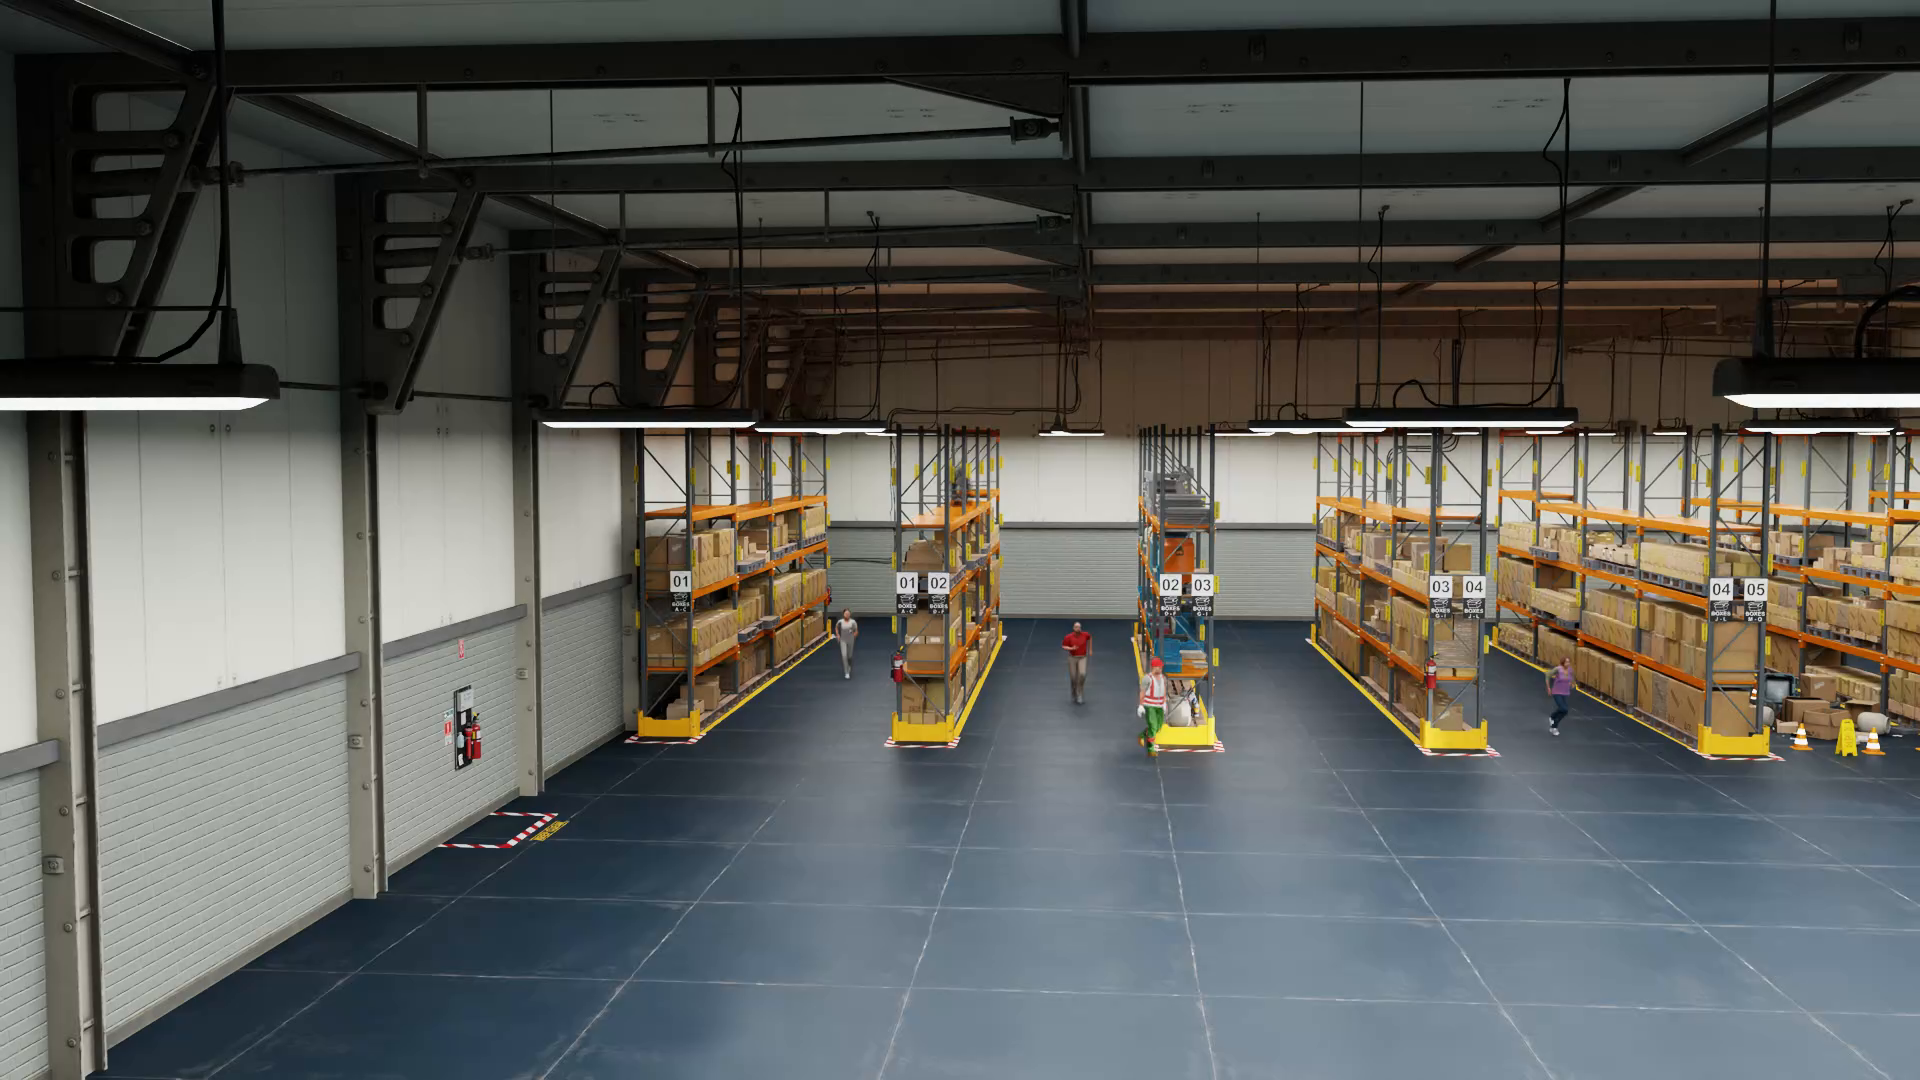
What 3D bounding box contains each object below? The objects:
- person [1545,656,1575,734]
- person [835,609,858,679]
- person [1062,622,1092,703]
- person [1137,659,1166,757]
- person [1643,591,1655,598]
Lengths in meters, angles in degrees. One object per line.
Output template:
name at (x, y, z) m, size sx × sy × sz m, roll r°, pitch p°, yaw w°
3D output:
person at (11.637, 3.044, 32.136) m, size 0.511 × 1.441 × 0.588 m, roll -1°, pitch 4°, yaw -16°
person at (-2.732, 2.467, 40.107) m, size 0.547 × 1.654 × 0.877 m, roll 0°, pitch 3°, yaw -7°
person at (2.563, 2.667, 36.359) m, size 0.687 × 1.780 × 0.876 m, roll 0°, pitch 3°, yaw -4°
person at (3.446, 3.012, 30.162) m, size 0.631 × 1.763 × 0.820 m, roll -2°, pitch 4°, yaw -35°
person at (19.468, 2.051, 46.995) m, size 0.749 × 1.713 × 0.576 m, roll 0°, pitch 3°, yaw -2°
